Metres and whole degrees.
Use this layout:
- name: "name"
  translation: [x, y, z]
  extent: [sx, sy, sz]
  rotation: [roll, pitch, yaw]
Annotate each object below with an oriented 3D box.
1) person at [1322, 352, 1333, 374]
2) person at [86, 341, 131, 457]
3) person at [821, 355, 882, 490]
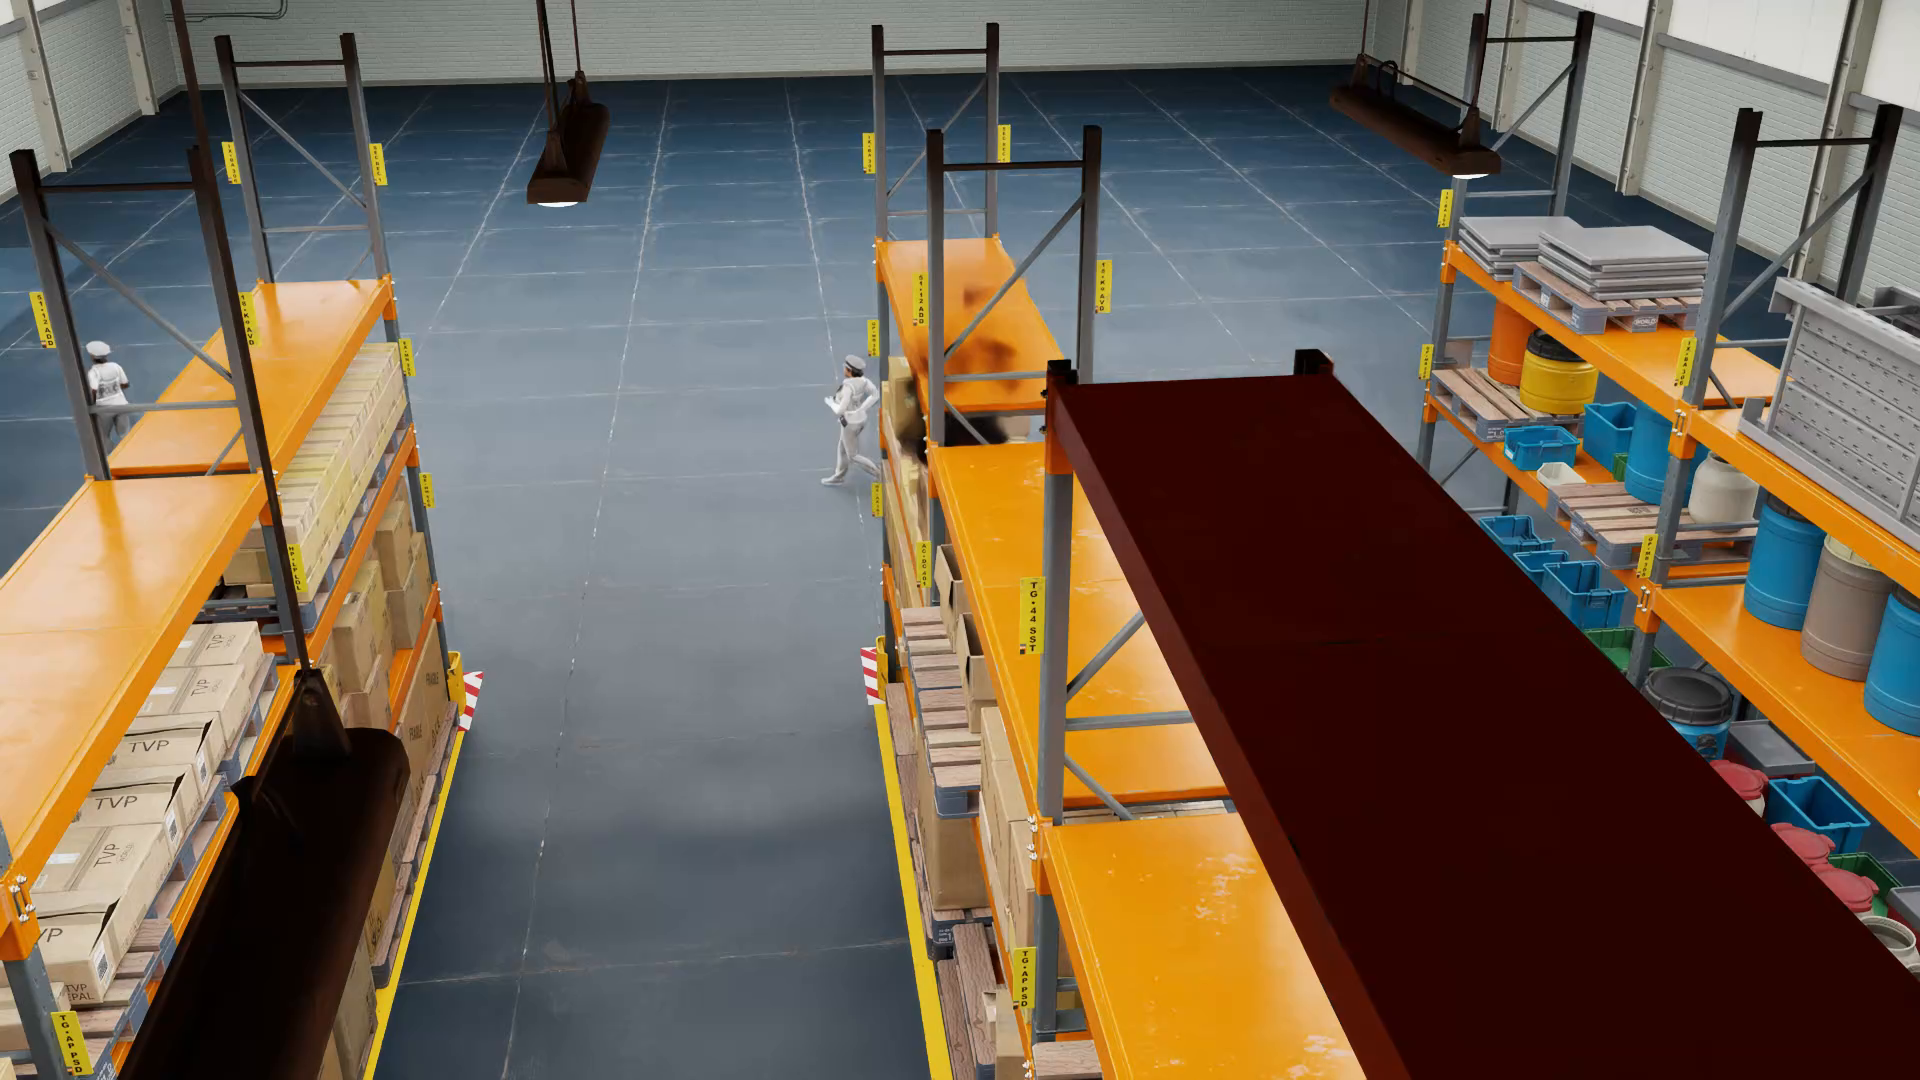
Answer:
- name: "person"
  translation: [4.167, -1.338, 19.302]
  extent: [0.635, 1.750, 0.731]
  rotation: [7, 26, 15]
- name: "person"
  translation: [-10.099, -1.543, 19.789]
  extent: [0.882, 1.685, 0.586]
  rotation: [16, 30, 30]
- name: "person"
  translation: [-1.253, -1.357, 19.354]
  extent: [0.894, 1.672, 0.618]
  rotation: [10, 27, 20]
